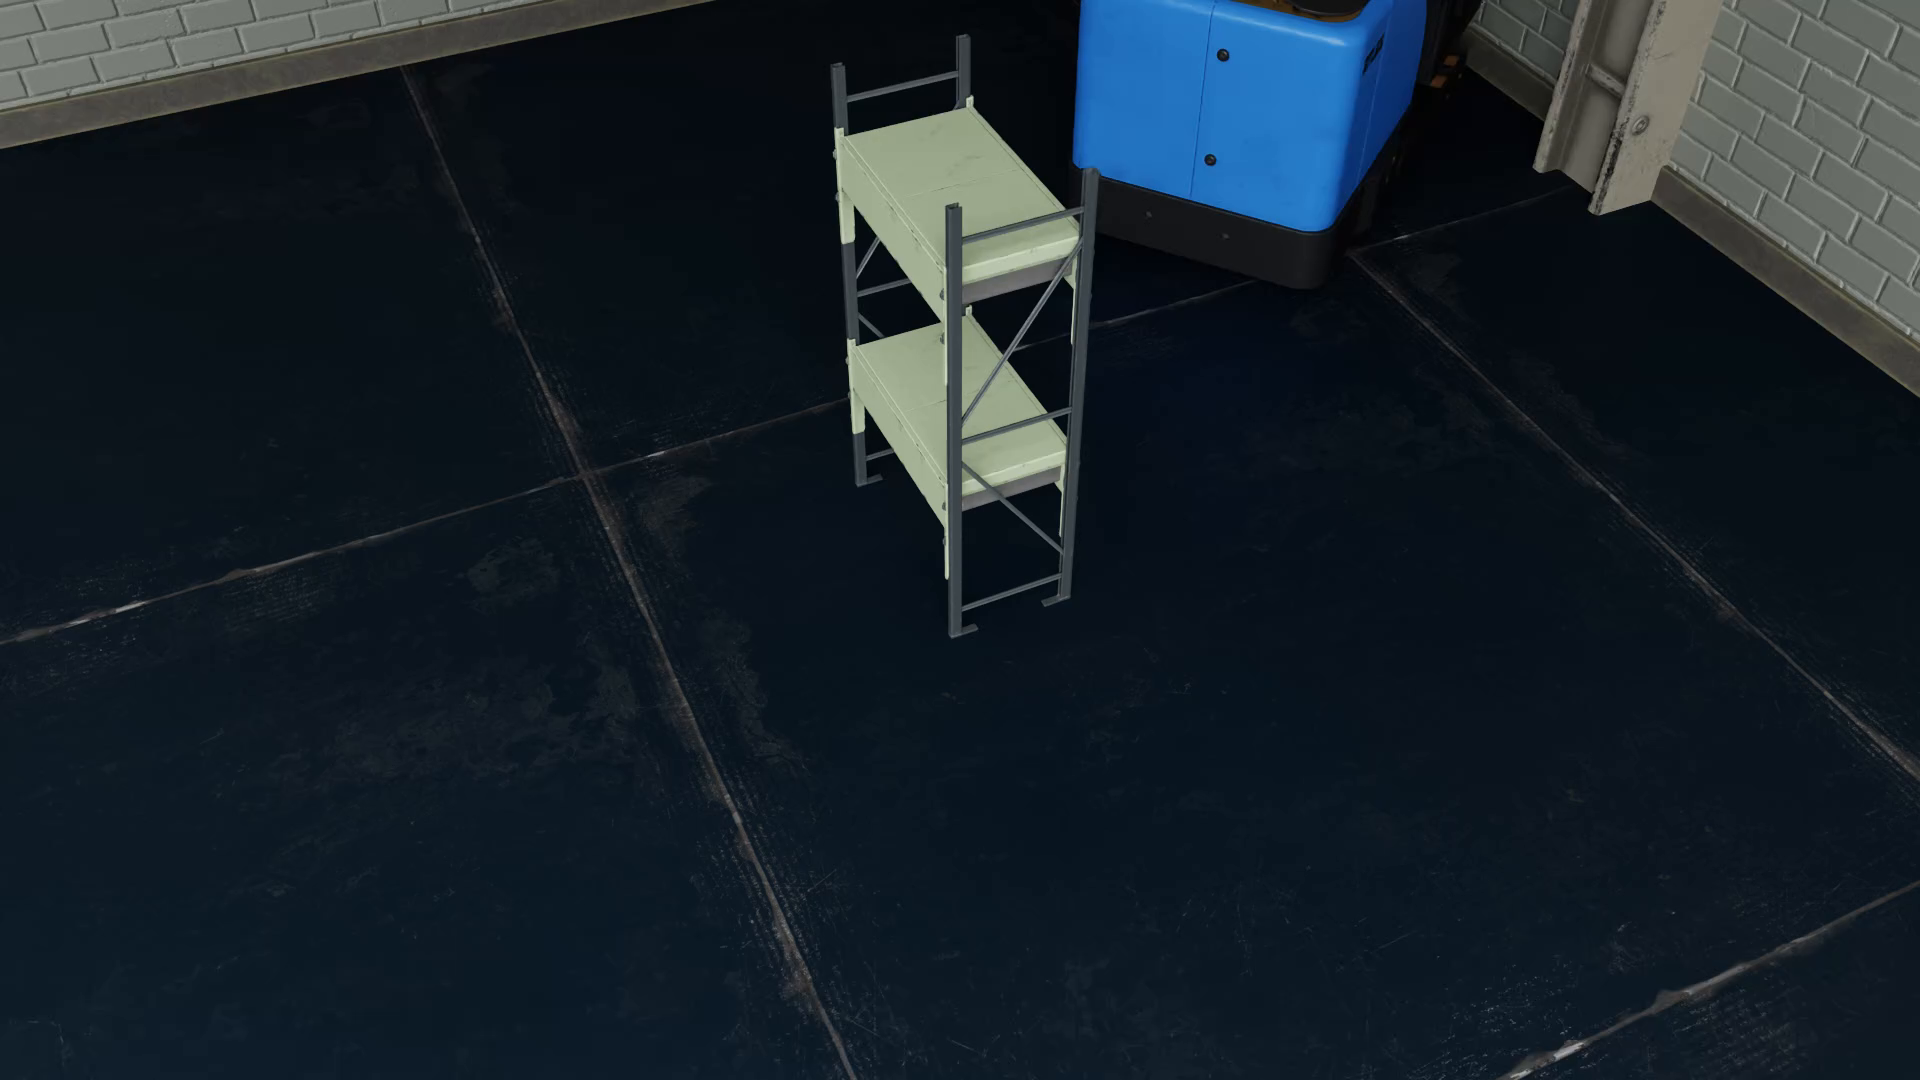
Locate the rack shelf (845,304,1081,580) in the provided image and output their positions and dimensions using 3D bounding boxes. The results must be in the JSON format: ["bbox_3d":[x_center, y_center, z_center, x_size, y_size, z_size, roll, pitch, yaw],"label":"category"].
[{"bbox_3d":[-0.003,-0.306,4.957,0.431,0.370,0.720,-18,47,-17],"label":"rack shelf"}]

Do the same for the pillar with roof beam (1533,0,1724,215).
[{"bbox_3d":[-1.347,-3.379,2.267,9.100,9.000,0.400,-18,47,-17],"label":"pillar with roof beam"}]

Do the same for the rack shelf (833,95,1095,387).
[{"bbox_3d":[-0.003,-0.816,4.453,0.431,0.370,0.720,-18,47,-17],"label":"rack shelf"}]

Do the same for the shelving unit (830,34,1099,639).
[{"bbox_3d":[-0.003,-0.538,4.728,0.431,1.500,0.755,-18,47,-17],"label":"shelving unit"}]

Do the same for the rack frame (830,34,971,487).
[{"bbox_3d":[-0.157,-0.771,4.964,0.400,1.500,0.023,-18,47,-17],"label":"rack frame"}]

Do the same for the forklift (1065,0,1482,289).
[{"bbox_3d":[1.533,-2.994,6.197,1.130,2.935,3.031,20,48,19],"label":"forklift"}]

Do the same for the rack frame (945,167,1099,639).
[{"bbox_3d":[0.151,-0.305,4.491,0.400,1.500,0.023,-18,47,-17],"label":"rack frame"}]
